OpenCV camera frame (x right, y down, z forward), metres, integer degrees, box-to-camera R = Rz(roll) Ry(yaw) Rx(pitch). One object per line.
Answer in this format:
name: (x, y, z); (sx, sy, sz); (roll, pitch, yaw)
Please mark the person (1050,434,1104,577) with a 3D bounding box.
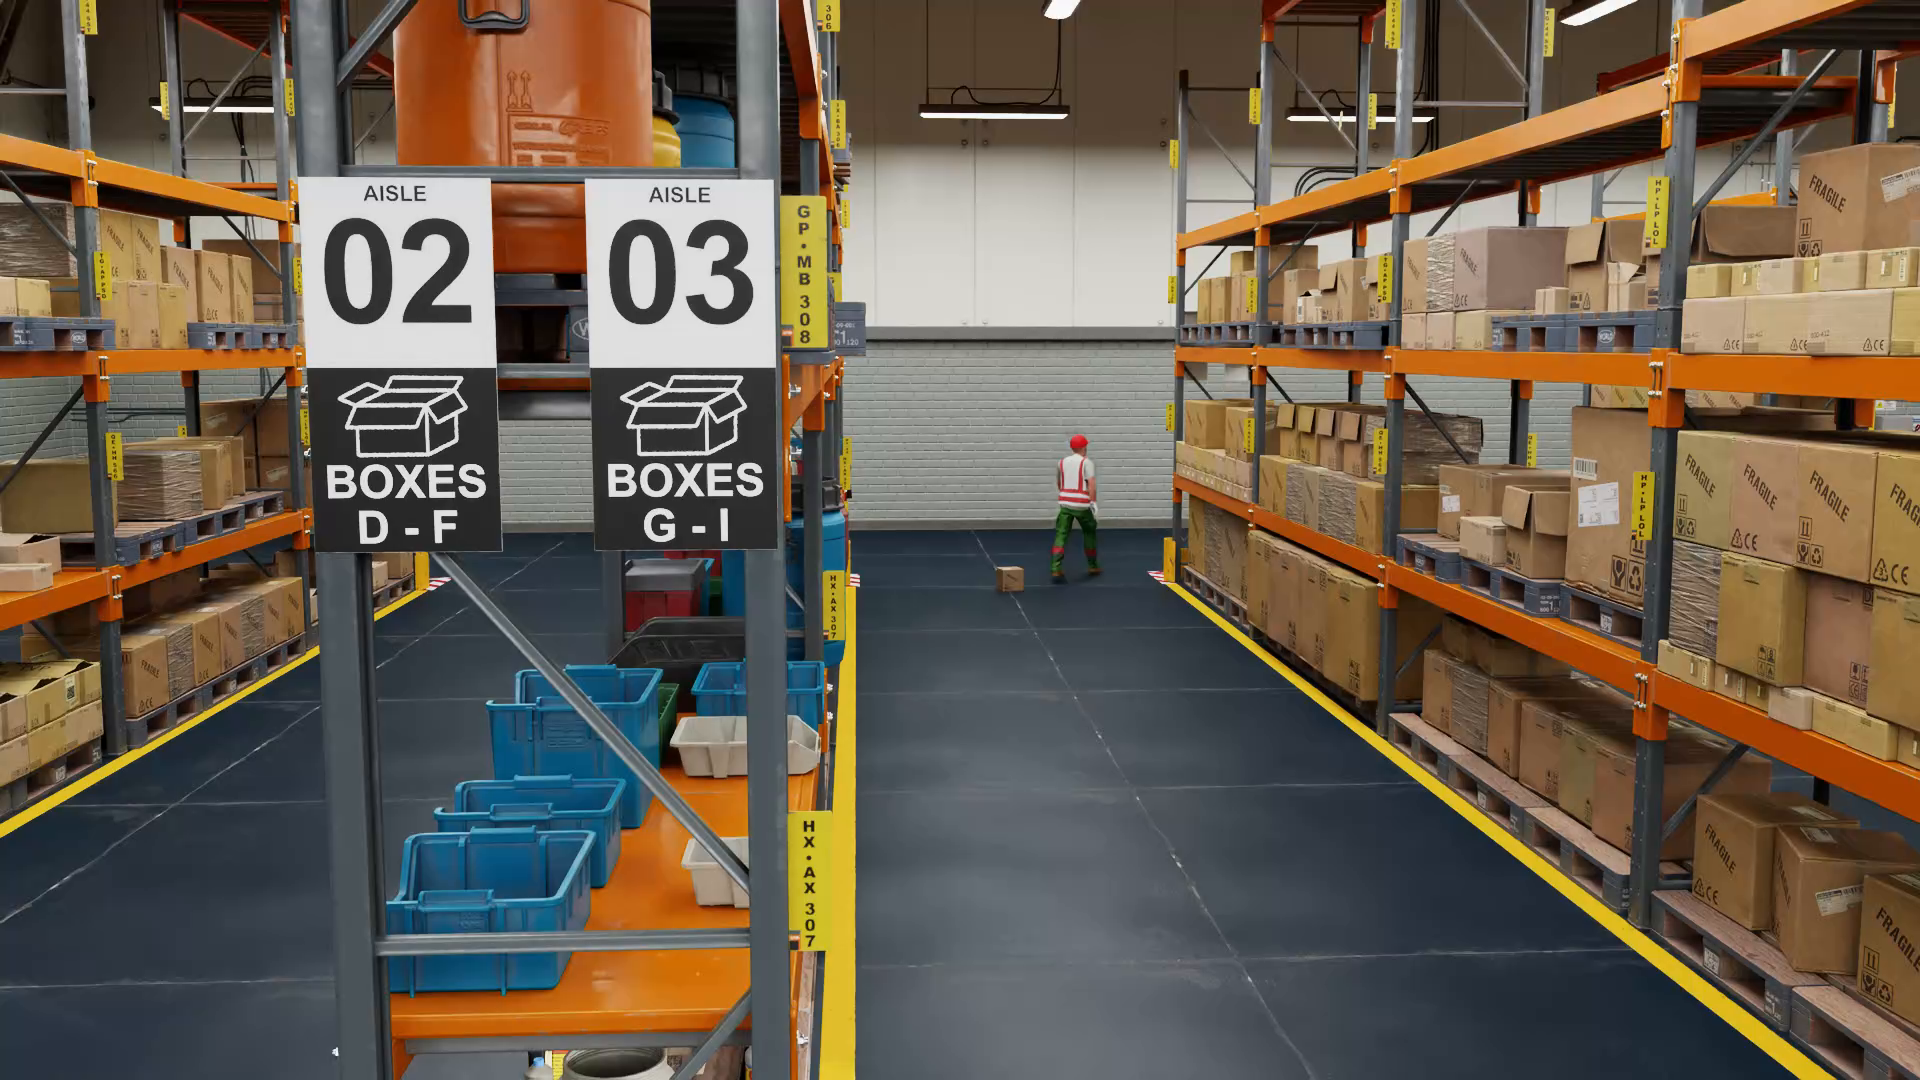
person: (1.461, -0.411, 20.189); (0.666, 1.741, 1.071); (4, 8, 30)
